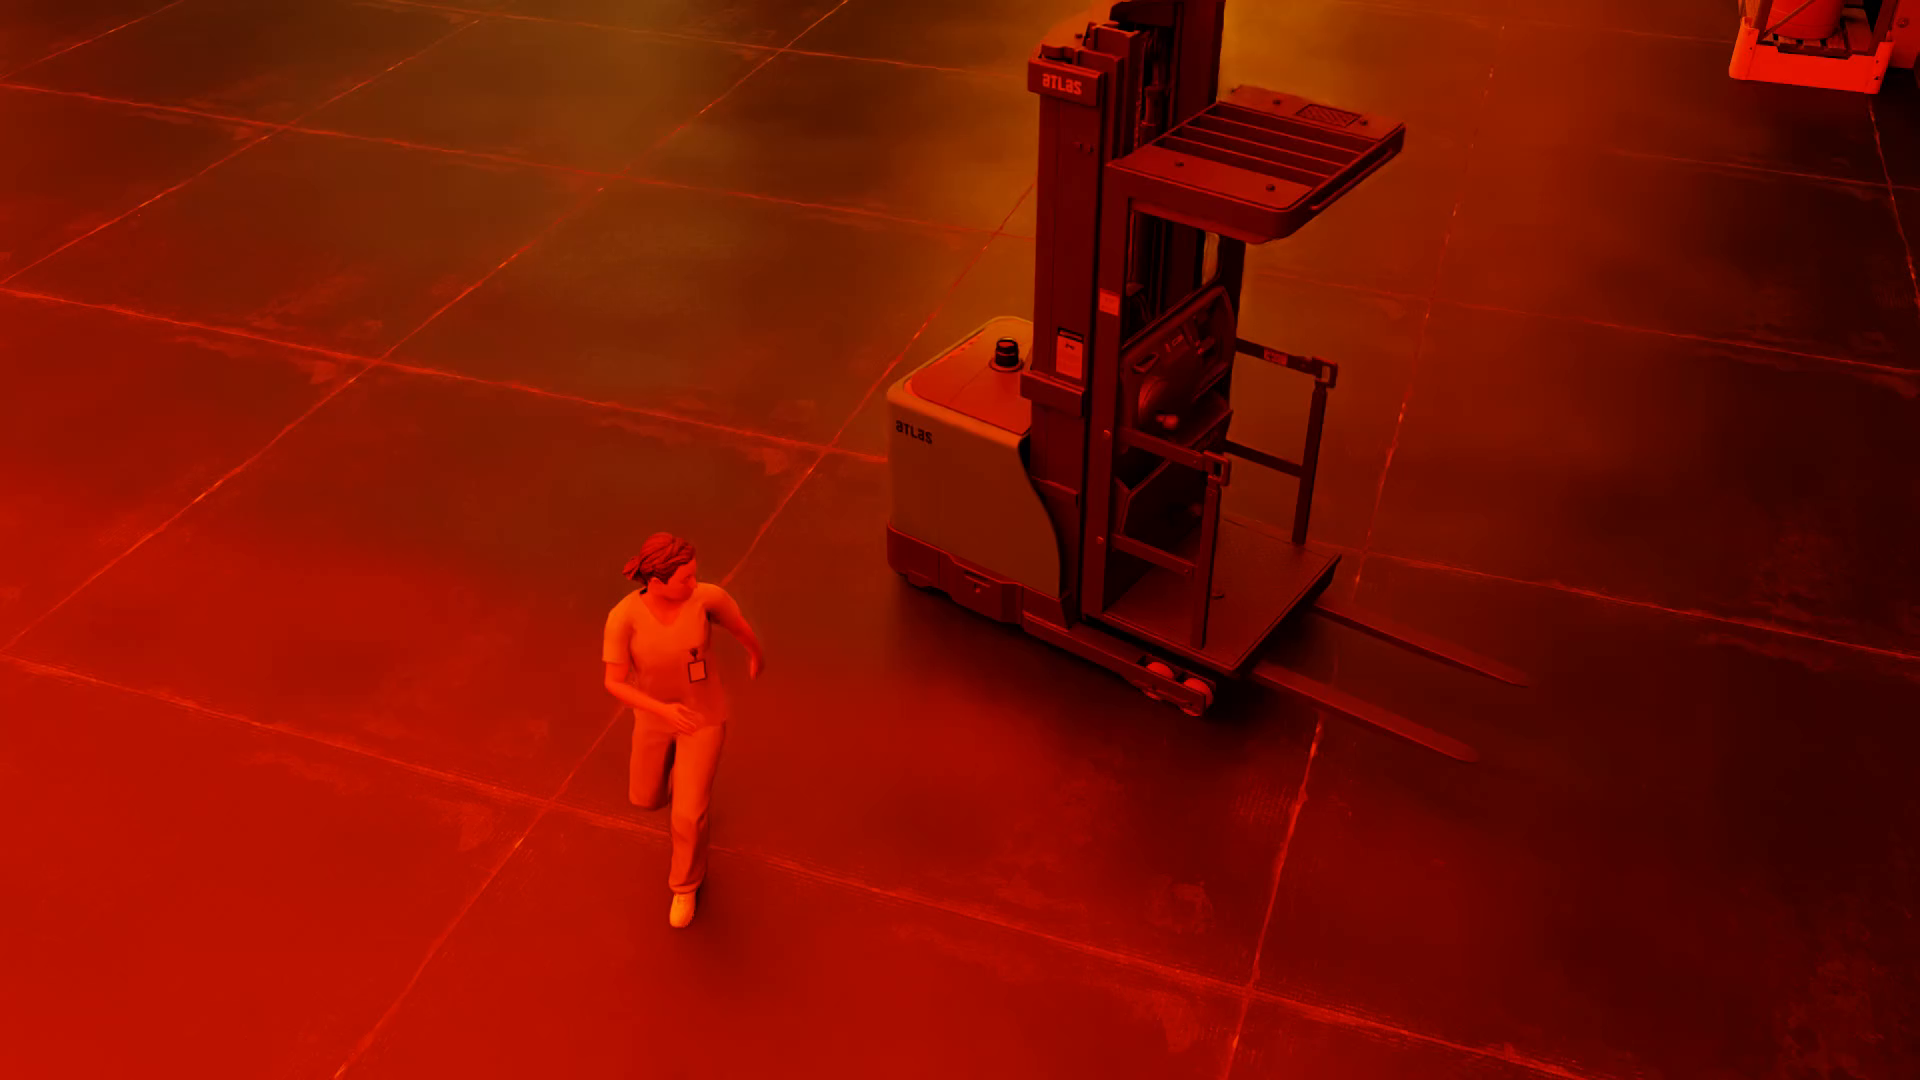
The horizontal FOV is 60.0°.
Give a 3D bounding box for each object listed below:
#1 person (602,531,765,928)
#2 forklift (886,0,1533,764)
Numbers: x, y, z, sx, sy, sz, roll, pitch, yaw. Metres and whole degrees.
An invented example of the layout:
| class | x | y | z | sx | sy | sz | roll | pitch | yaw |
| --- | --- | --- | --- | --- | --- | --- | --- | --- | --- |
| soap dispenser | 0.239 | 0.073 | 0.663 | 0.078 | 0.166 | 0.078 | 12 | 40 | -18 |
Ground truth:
| class | x | y | z | sx | sy | sz | roll | pitch | yaw |
| --- | --- | --- | --- | --- | --- | --- | --- | --- | --- |
| person | -1.057 | 0.658 | 6.358 | 0.496 | 1.597 | 0.774 | 4 | 36 | 5 |
| forklift | 1.125 | -0.752 | 7.171 | 3.031 | 2.935 | 1.130 | 23 | 41 | 29 |
